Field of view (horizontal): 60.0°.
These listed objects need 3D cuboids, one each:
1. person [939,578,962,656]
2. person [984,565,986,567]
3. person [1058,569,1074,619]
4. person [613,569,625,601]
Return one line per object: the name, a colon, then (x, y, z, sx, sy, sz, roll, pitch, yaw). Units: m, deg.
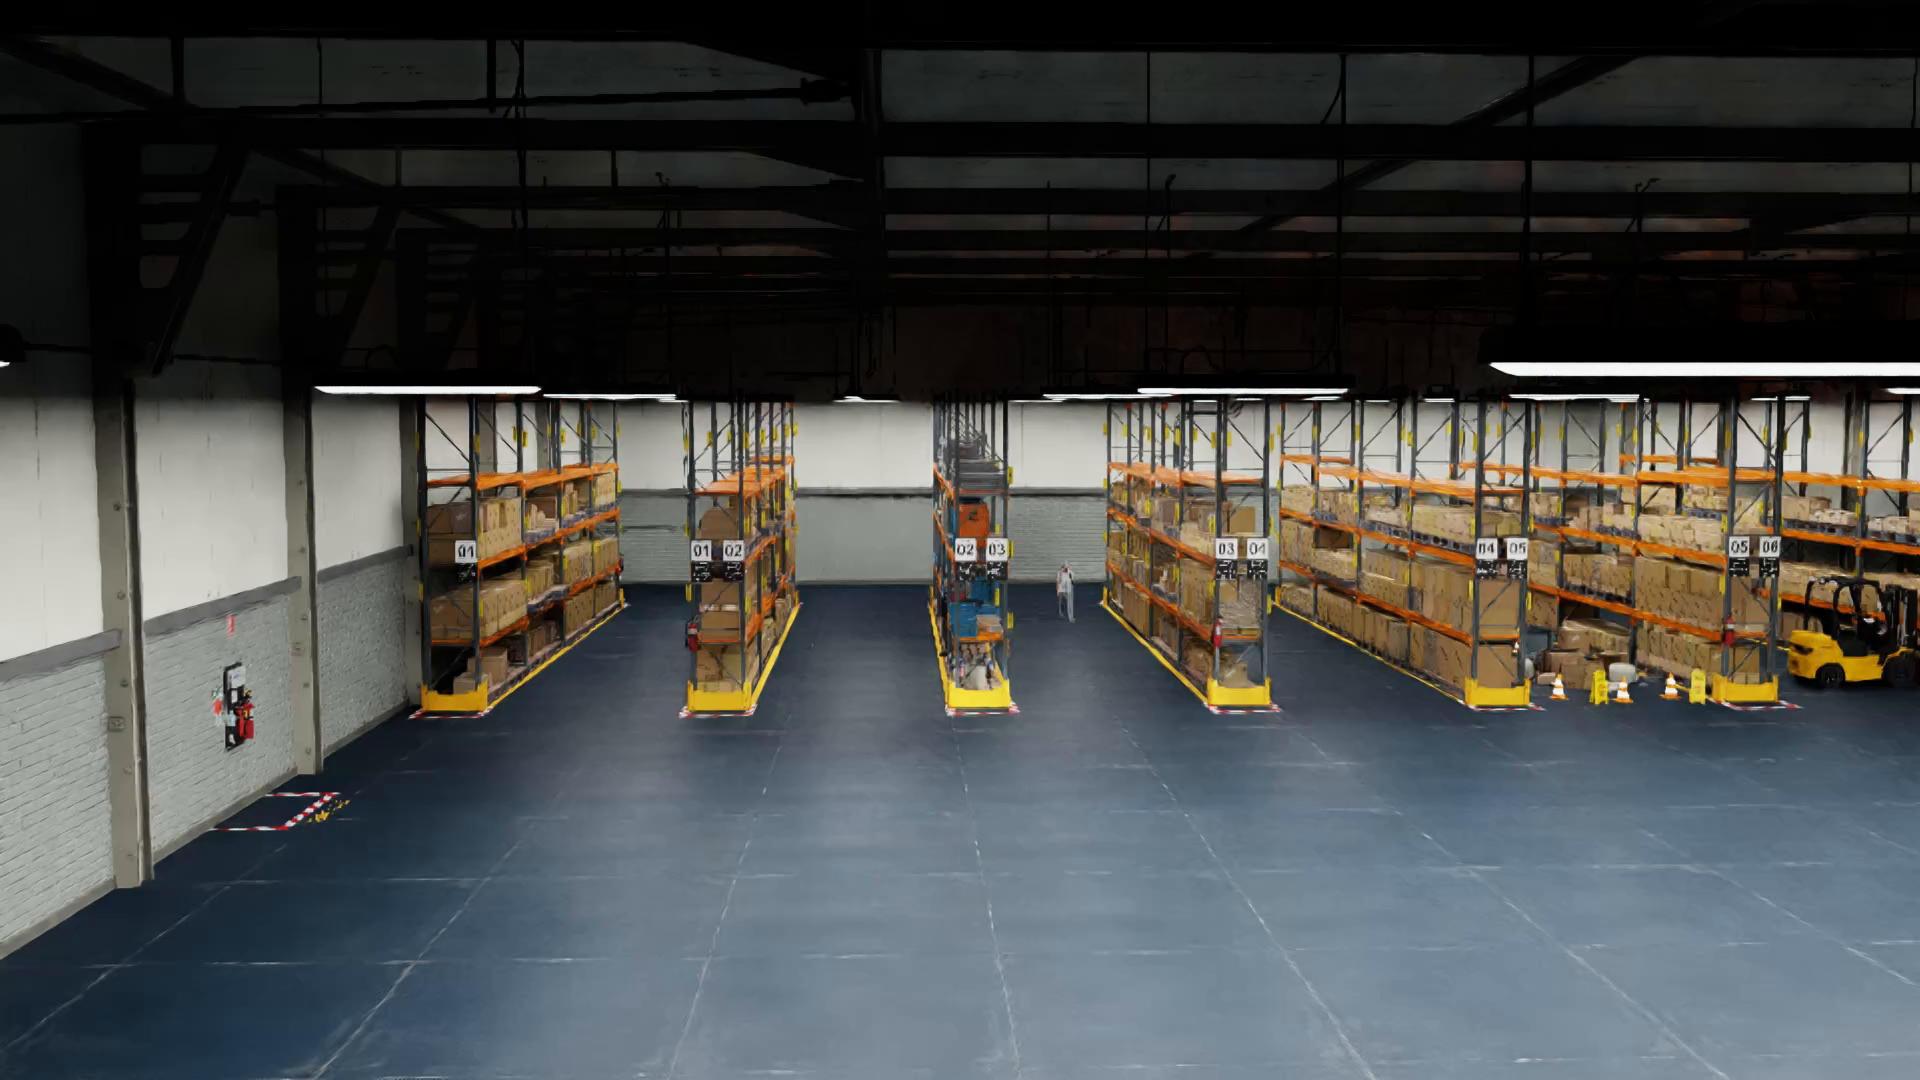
person: (-0.206, 1.694, 36.449, 0.478, 1.720, 0.585, -1, 5, -11)
person: (0.717, 0.935, 48.790, 0.622, 1.613, 0.782, -2, 5, -23)
person: (2.803, 1.414, 44.050, 0.453, 1.318, 0.919, 0, 5, 0)
person: (-10.086, 1.028, 48.148, 0.454, 1.547, 0.668, 3, 5, 29)
